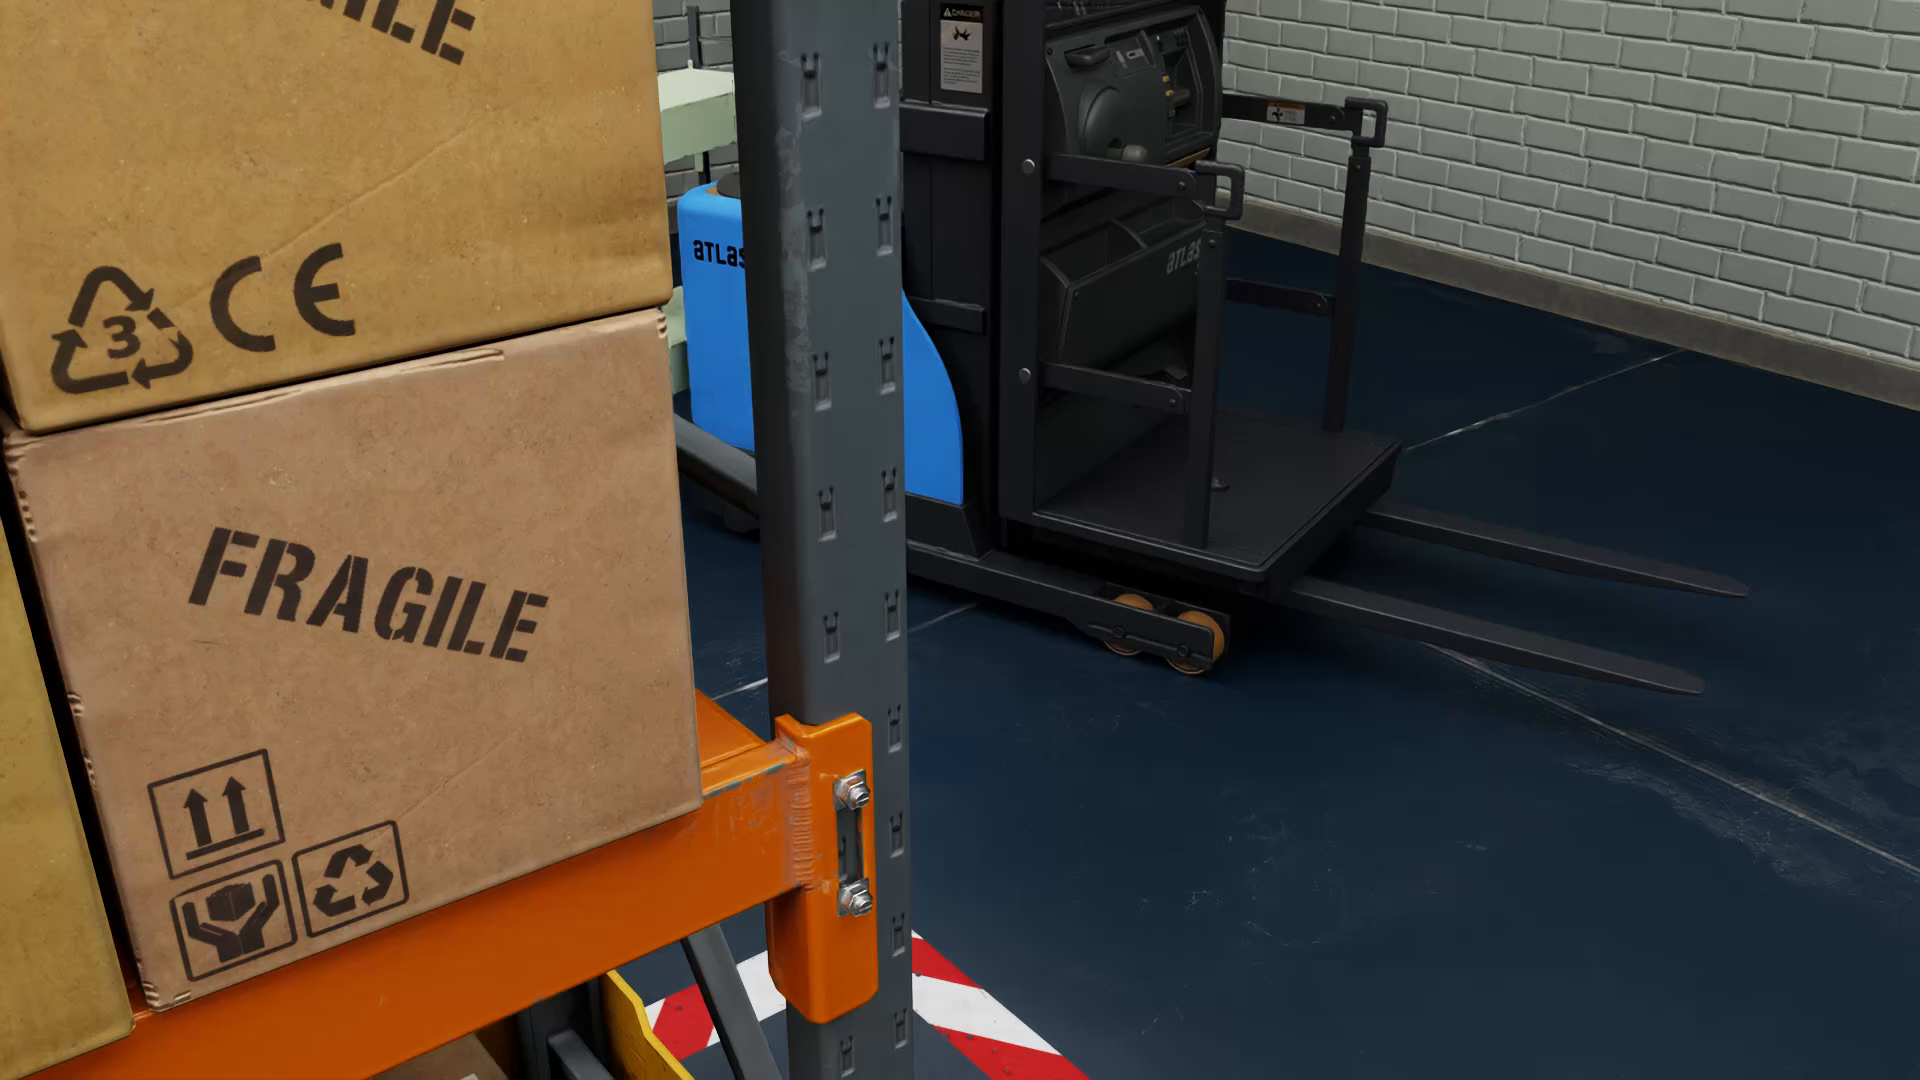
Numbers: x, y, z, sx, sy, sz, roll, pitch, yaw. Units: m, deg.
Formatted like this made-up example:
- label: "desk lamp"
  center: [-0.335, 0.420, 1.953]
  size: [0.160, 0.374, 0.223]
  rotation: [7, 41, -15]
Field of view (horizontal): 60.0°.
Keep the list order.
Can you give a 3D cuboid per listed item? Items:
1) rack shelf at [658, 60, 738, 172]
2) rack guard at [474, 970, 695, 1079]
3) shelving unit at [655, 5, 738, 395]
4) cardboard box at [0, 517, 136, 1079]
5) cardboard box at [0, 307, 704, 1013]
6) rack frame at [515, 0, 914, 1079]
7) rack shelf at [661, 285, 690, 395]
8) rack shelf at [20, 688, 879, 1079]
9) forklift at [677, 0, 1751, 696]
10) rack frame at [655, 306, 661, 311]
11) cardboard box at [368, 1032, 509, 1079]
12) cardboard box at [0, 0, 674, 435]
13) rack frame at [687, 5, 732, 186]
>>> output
- label: "rack shelf"
  center: [-0.908, -1.267, 5.269]
  size: [0.431, 0.370, 0.720]
  rotation: [14, 28, 27]
- label: "rack guard"
  center: [-0.468, 1.004, 2.493]
  size: [0.348, 0.500, 1.175]
  rotation: [-18, 31, -34]
- label: "shelving unit"
  center: [-0.907, -0.913, 5.432]
  size: [0.431, 1.500, 0.755]
  rotation: [14, 28, 27]
- label: "cardboard box"
  center: [-0.999, 0.148, 1.250]
  size: [0.500, 0.500, 0.500]
  rotation: [-18, 30, -34]
- label: "cardboard box"
  center: [-0.592, 0.012, 1.543]
  size: [0.500, 0.500, 0.500]
  rotation: [-17, 30, -32]
- label: "rack frame"
  center: [-0.410, -0.151, 2.011]
  size: [0.053, 2.616, 0.949]
  rotation: [-18, 31, -34]
- label: "rack shelf"
  center: [-0.906, -0.617, 5.569]
  size: [0.431, 0.370, 0.720]
  rotation: [14, 28, 27]
- label: "rack shelf"
  center: [-1.982, 0.696, 1.041]
  size: [4.000, 0.370, 1.077]
  rotation: [-18, 31, -34]
- label: "forklift"
  center: [0.658, -1.224, 4.405]
  size: [3.031, 2.935, 1.130]
  rotation: [15, 29, 29]
- label: "rack frame"
  center: [-1.092, -0.780, 5.146]
  size: [0.400, 1.500, 0.023]
  rotation: [14, 28, 27]
- label: "cardboard box"
  center: [-0.684, 1.008, 1.962]
  size: [0.500, 0.500, 0.500]
  rotation: [-18, 31, -34]
- label: "cardboard box"
  center: [-0.588, -0.442, 1.332]
  size: [0.500, 0.500, 0.500]
  rotation: [-19, 31, -34]
- label: "rack frame"
  center: [-0.722, -1.045, 5.719]
  size: [0.400, 1.500, 0.023]
  rotation: [14, 28, 27]
